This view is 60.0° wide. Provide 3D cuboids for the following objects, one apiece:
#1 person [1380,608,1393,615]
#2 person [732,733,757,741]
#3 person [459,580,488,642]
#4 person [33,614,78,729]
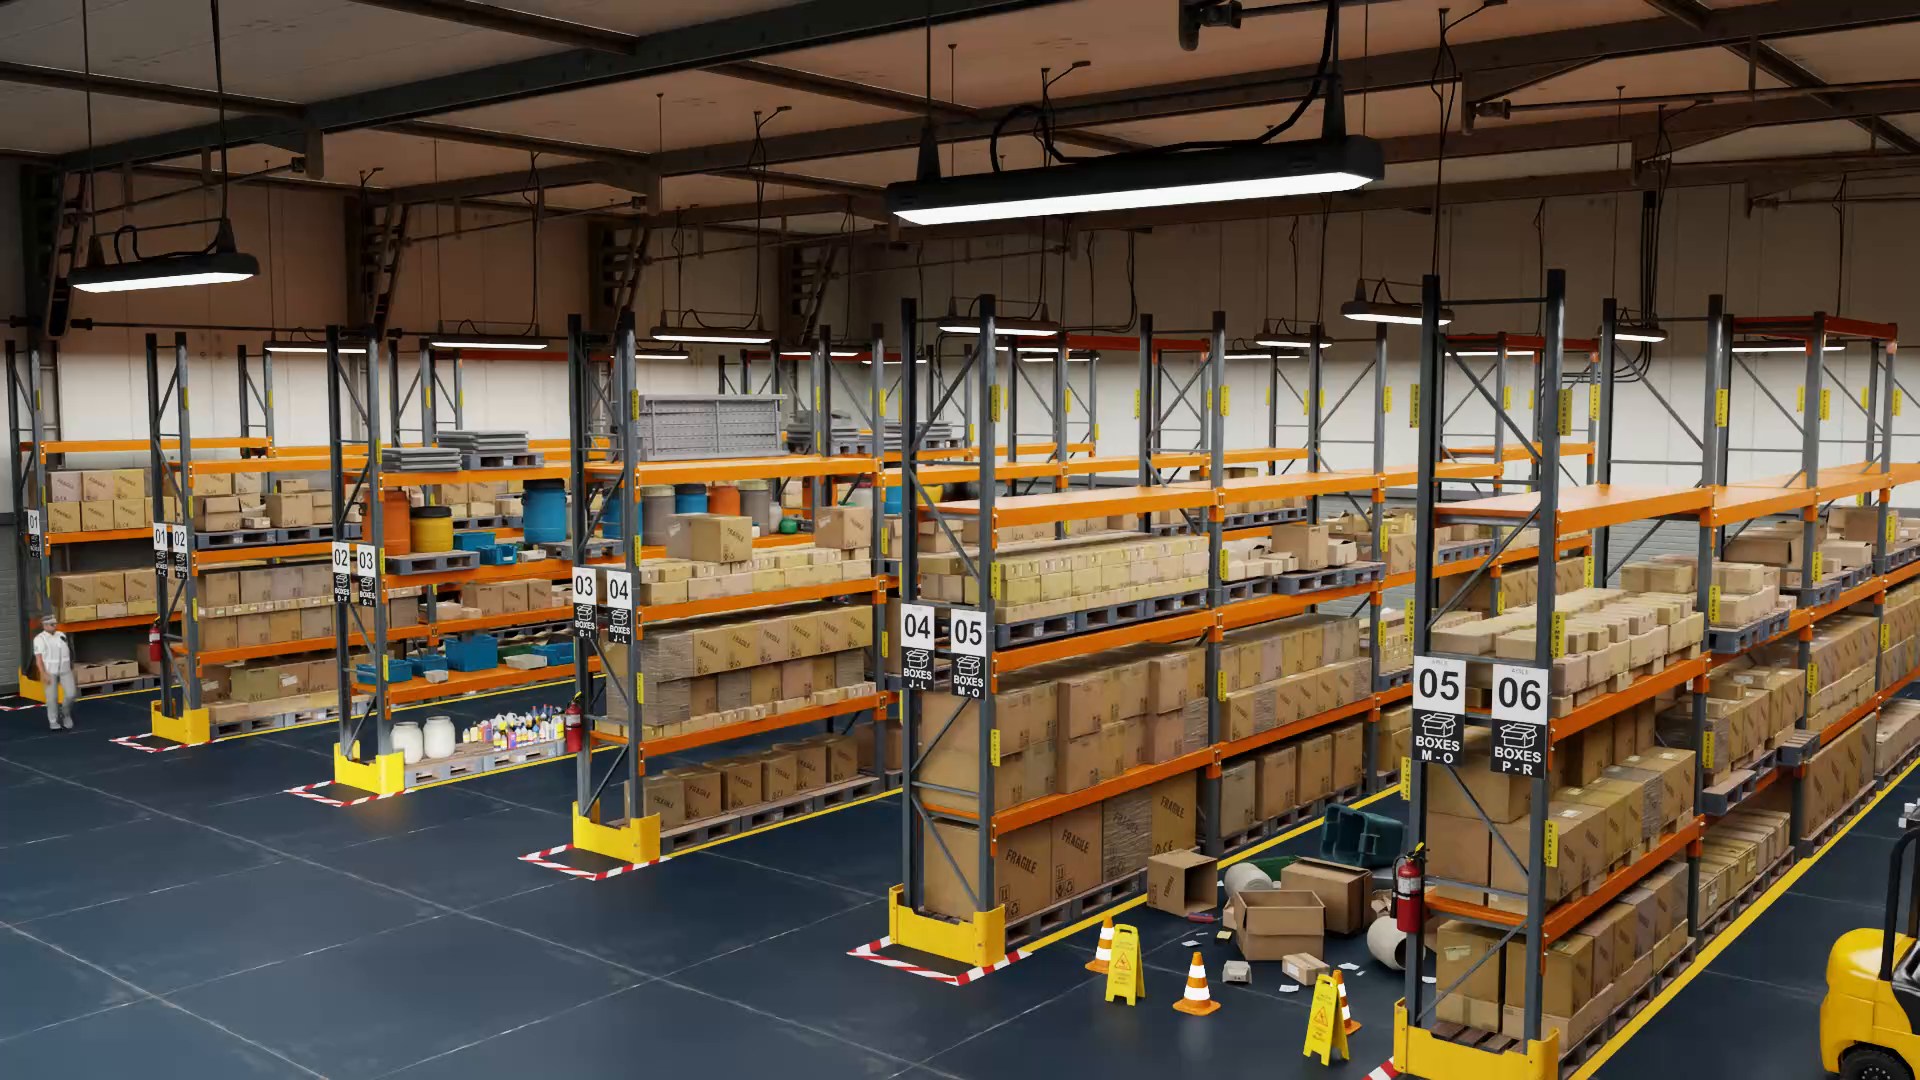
[{"bbox_3d":[6.680,1.941,26.323,0.613,1.734,1.012,5,7,43],"label":"person"},{"bbox_3d":[-3.134,2.086,24.478,0.638,1.780,0.641,-3,6,-30],"label":"person"},{"bbox_3d":[-8.955,1.584,30.596,0.514,1.696,0.378,-1,5,-14],"label":"person"},{"bbox_3d":[-13.740,2.009,25.230,0.537,1.777,0.495,-4,7,-41],"label":"person"}]
